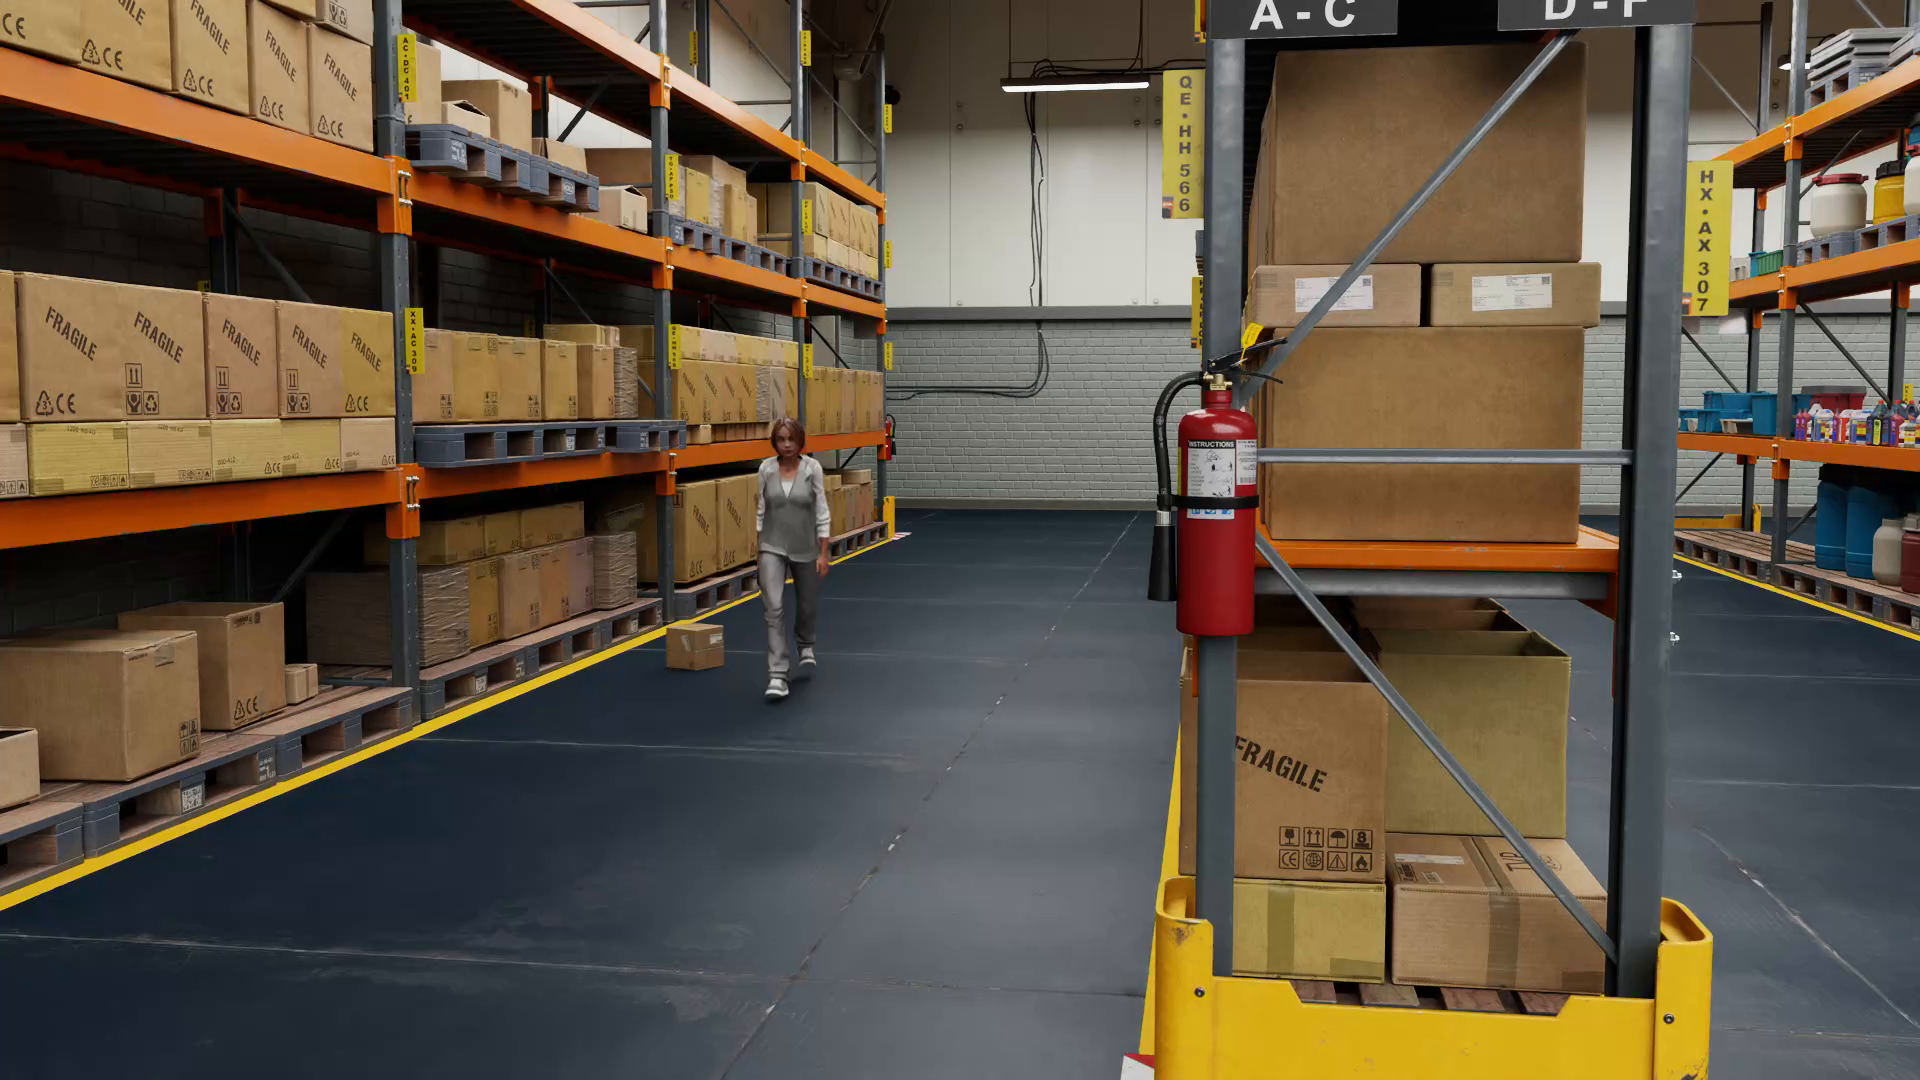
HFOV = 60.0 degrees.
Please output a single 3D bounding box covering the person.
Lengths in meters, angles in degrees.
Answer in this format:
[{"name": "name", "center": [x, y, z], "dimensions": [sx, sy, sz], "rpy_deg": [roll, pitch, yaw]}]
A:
[{"name": "person", "center": [-0.938, 0.069, 9.398], "dimensions": [0.417, 1.534, 0.980], "rpy_deg": [0, 5, -5]}]
